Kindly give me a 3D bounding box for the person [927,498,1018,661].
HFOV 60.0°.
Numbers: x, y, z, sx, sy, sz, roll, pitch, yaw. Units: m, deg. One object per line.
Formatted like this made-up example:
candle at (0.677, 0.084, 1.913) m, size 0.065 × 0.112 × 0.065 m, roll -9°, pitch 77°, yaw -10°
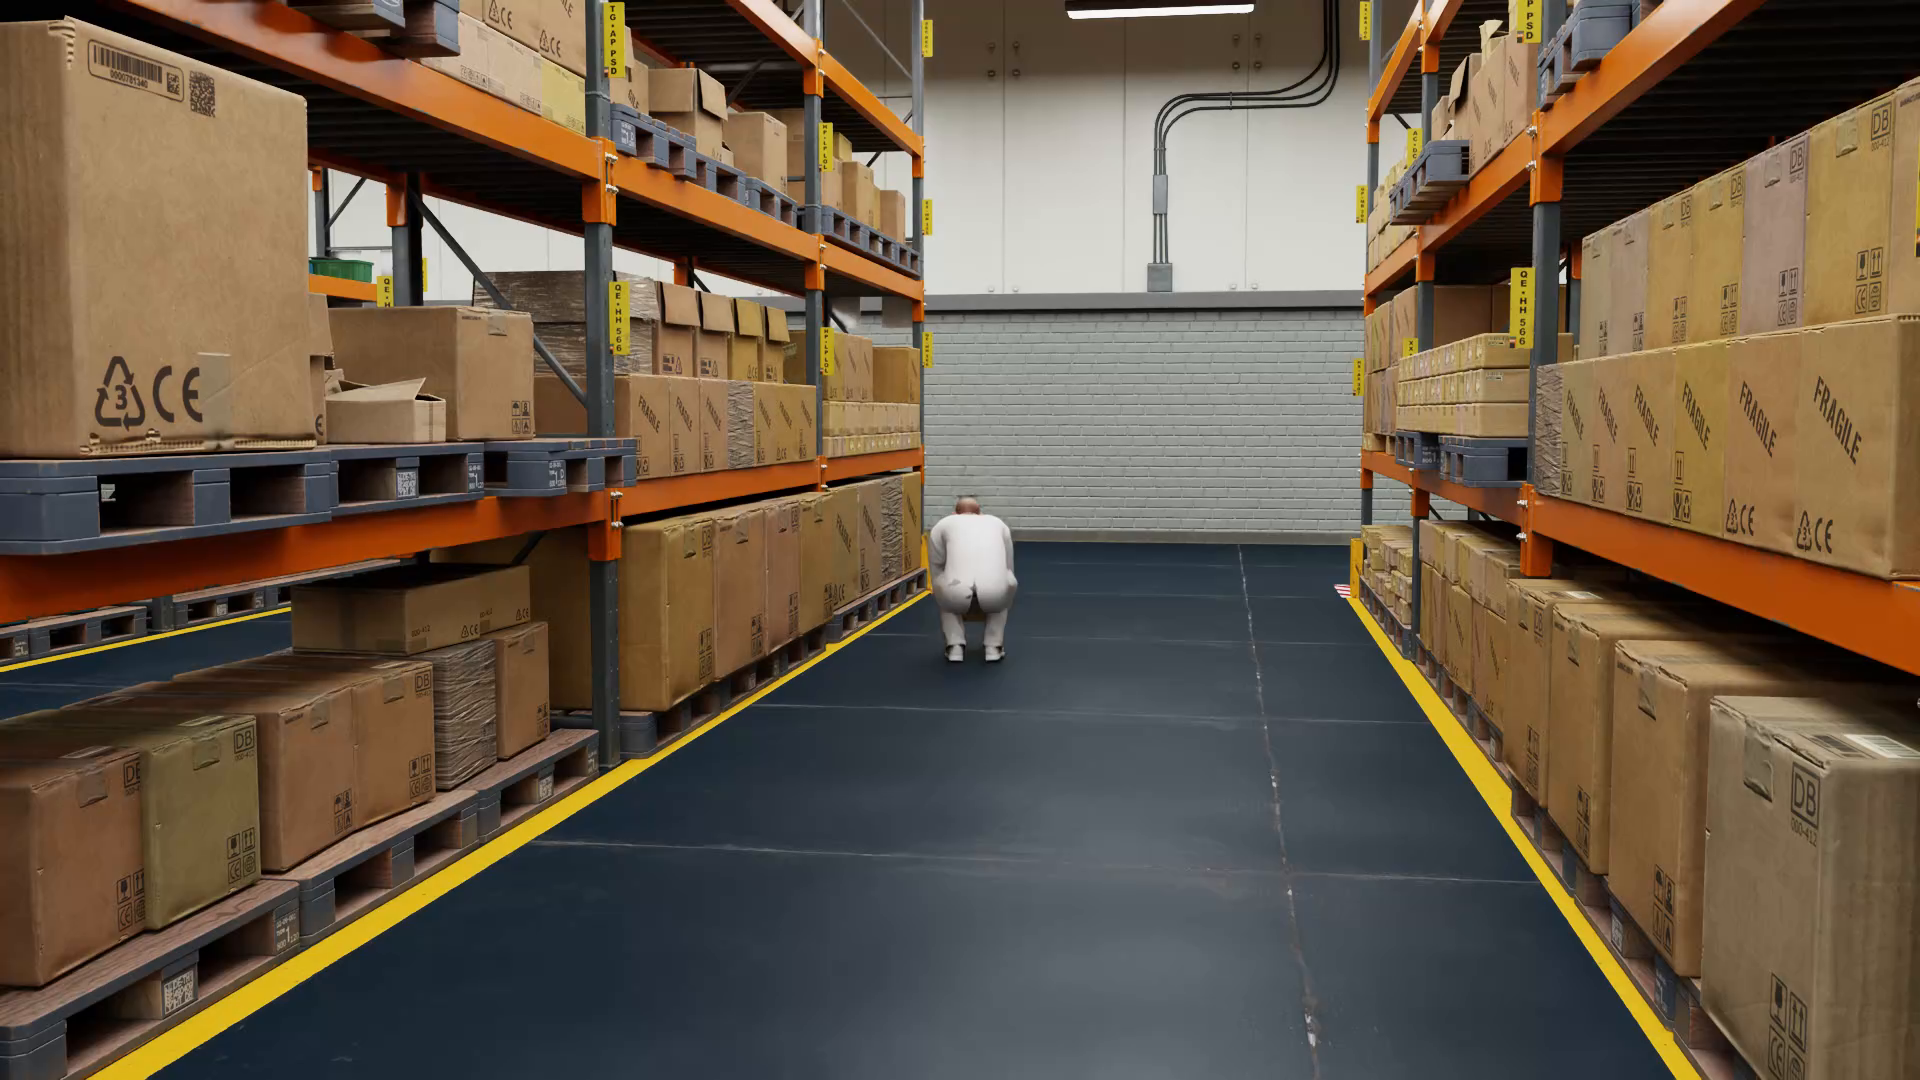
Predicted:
person at (0.082, 0.266, 11.043) m, size 0.609 × 1.029 × 0.895 m, roll 0°, pitch 4°, yaw 3°
